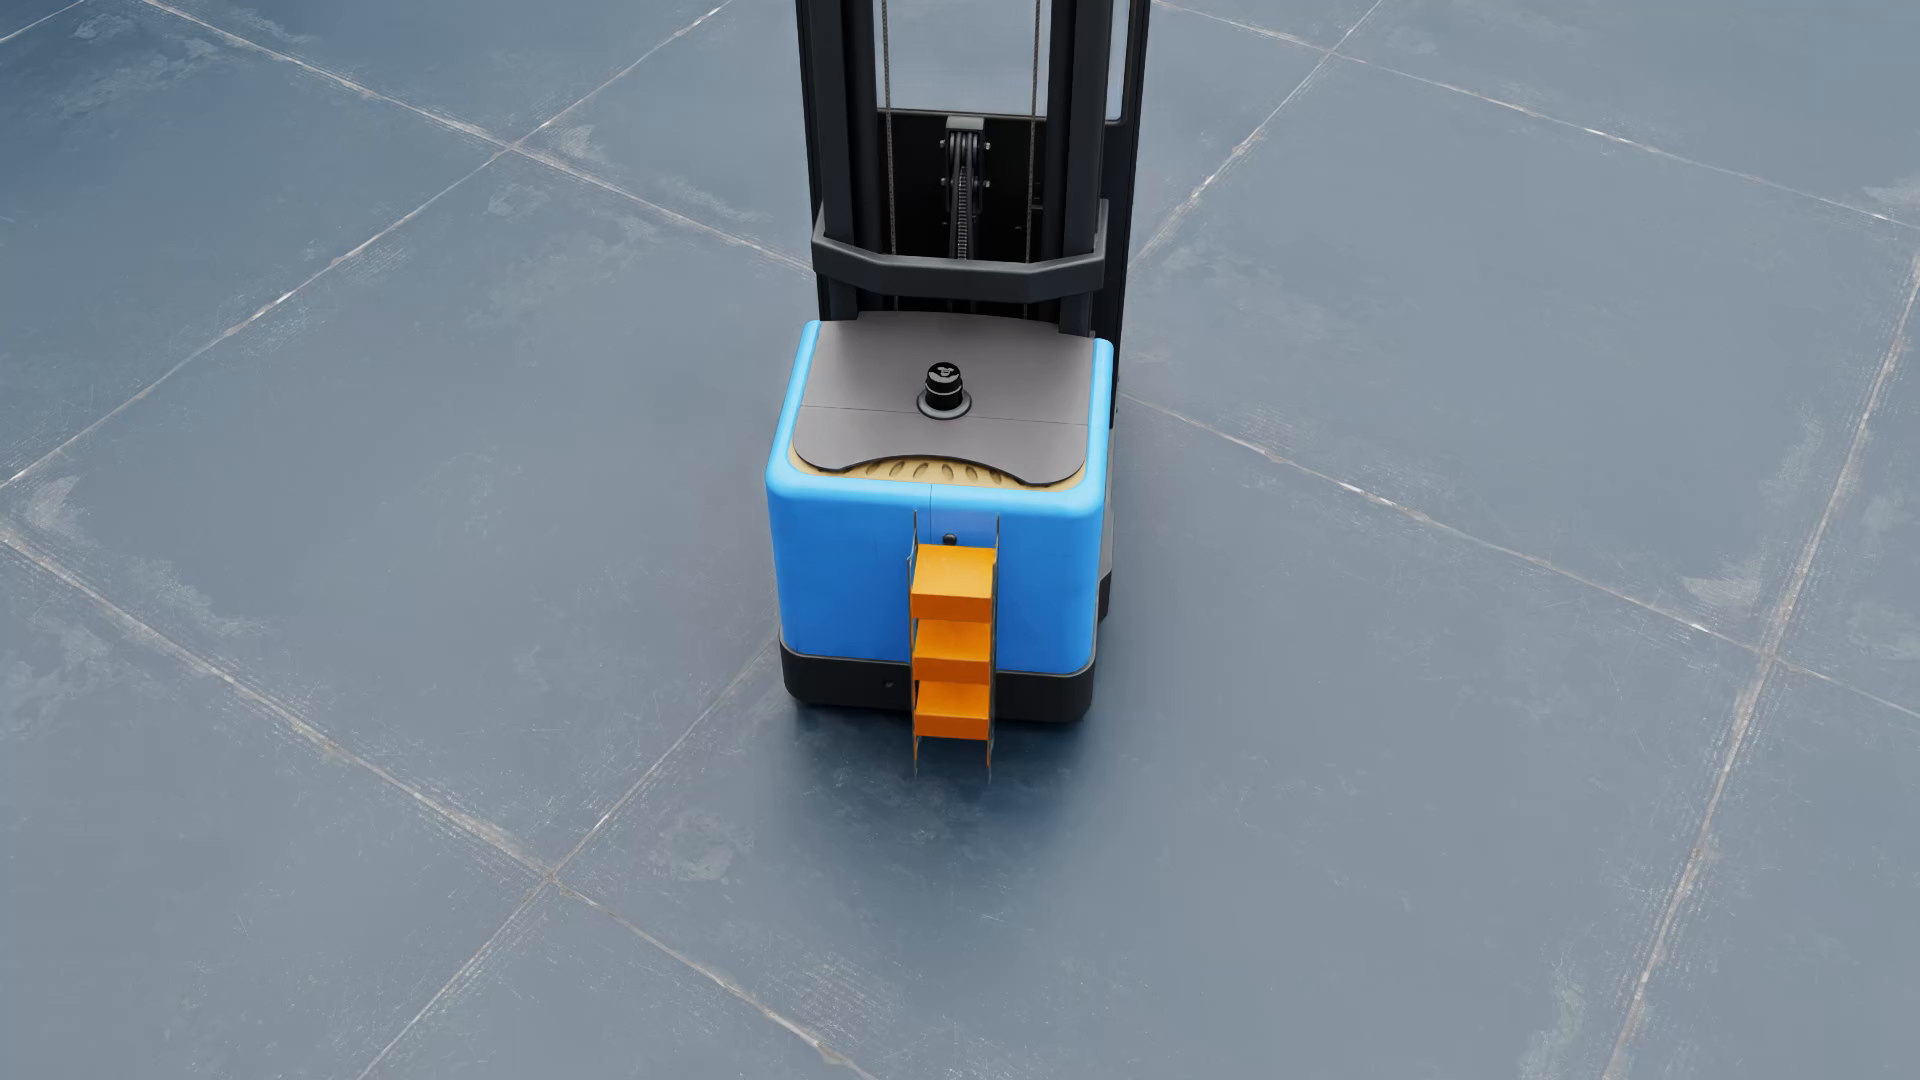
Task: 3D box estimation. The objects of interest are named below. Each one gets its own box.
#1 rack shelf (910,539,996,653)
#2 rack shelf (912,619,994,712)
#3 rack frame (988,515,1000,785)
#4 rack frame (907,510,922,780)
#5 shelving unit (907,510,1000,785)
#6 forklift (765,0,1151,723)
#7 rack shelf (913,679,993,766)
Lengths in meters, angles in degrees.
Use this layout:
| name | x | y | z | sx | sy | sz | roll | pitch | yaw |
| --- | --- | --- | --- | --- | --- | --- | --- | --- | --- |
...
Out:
| name | x | y | z | sx | sy | sz | roll | pitch | yaw |
| --- | --- | --- | --- | --- | --- | --- | --- | --- | --- |
| rack shelf | -0.018 | 0.168 | 4.973 | 0.240 | 0.259 | 0.215 | 4 | 46 | 3 |
| rack shelf | -0.018 | 0.366 | 5.176 | 0.240 | 0.259 | 0.215 | 4 | 46 | 3 |
| rack frame | 0.104 | 0.366 | 5.161 | 0.008 | 1.050 | 0.200 | 4 | 46 | 3 |
| rack frame | -0.140 | 0.351 | 5.176 | 0.008 | 1.050 | 0.200 | 4 | 46 | 3 |
| shelving unit | -0.018 | 0.359 | 5.168 | 0.252 | 1.050 | 0.215 | 4 | 46 | 3 |
| forklift | 0.064 | -1.471 | 5.636 | 1.130 | 2.935 | 3.031 | 4 | 46 | 4 |
| rack shelf | -0.018 | 0.561 | 5.374 | 0.240 | 0.259 | 0.215 | 4 | 46 | 3 |
